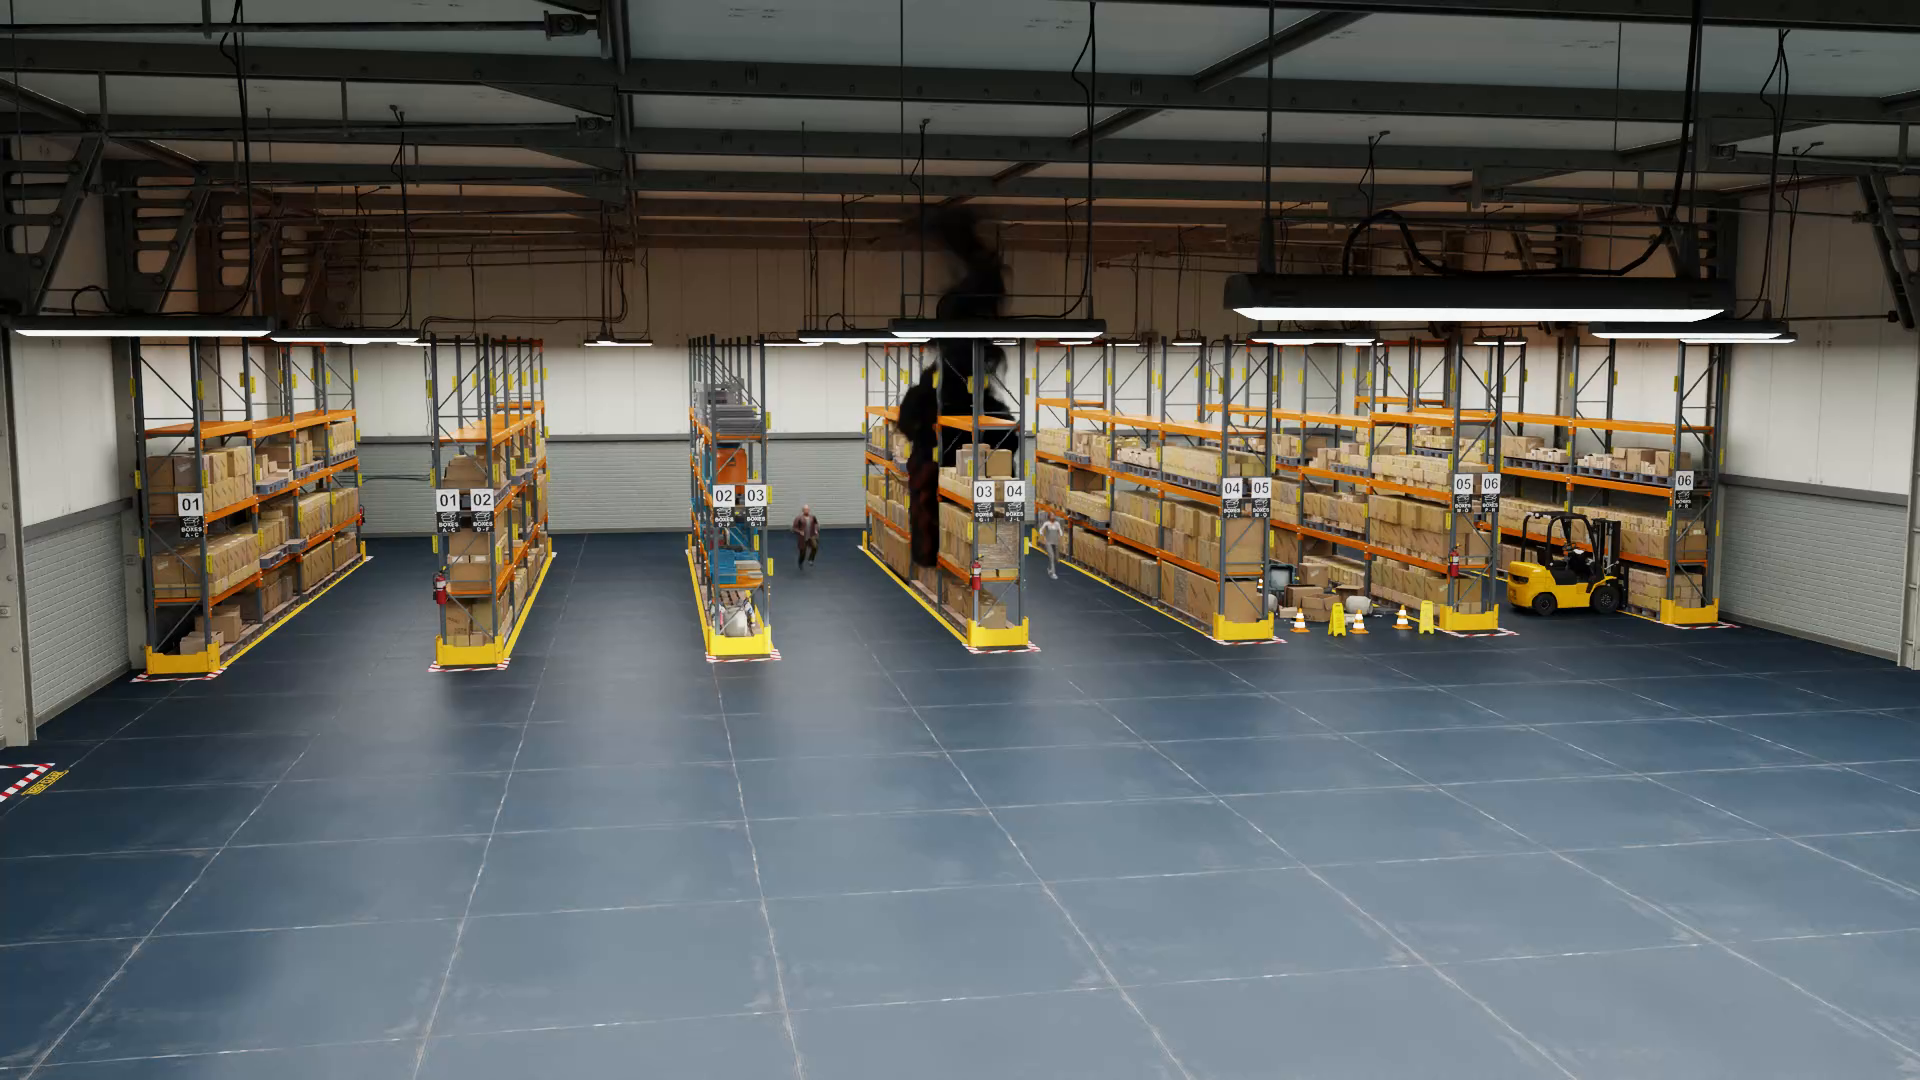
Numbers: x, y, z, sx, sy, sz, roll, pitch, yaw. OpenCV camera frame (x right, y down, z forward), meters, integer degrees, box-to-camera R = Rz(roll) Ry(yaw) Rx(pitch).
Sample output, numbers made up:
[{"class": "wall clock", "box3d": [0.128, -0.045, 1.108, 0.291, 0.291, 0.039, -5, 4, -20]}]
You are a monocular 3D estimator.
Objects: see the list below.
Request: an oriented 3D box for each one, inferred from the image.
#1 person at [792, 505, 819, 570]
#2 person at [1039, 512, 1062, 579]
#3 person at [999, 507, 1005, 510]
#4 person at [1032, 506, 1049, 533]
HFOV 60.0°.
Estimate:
[{"class": "person", "box3d": [-3.906, -0.050, 42.269, 0.718, 1.681, 1.024, -2, 7, -20]}, {"class": "person", "box3d": [2.187, 0.107, 39.662, 0.547, 1.575, 0.702, -2, 7, -17]}, {"class": "person", "box3d": [1.196, -0.467, 46.990, 0.608, 1.724, 0.696, -1, 7, -10]}, {"class": "person", "box3d": [2.491, -0.823, 49.934, 0.609, 1.669, 0.566, -1, 7, -11]}]
